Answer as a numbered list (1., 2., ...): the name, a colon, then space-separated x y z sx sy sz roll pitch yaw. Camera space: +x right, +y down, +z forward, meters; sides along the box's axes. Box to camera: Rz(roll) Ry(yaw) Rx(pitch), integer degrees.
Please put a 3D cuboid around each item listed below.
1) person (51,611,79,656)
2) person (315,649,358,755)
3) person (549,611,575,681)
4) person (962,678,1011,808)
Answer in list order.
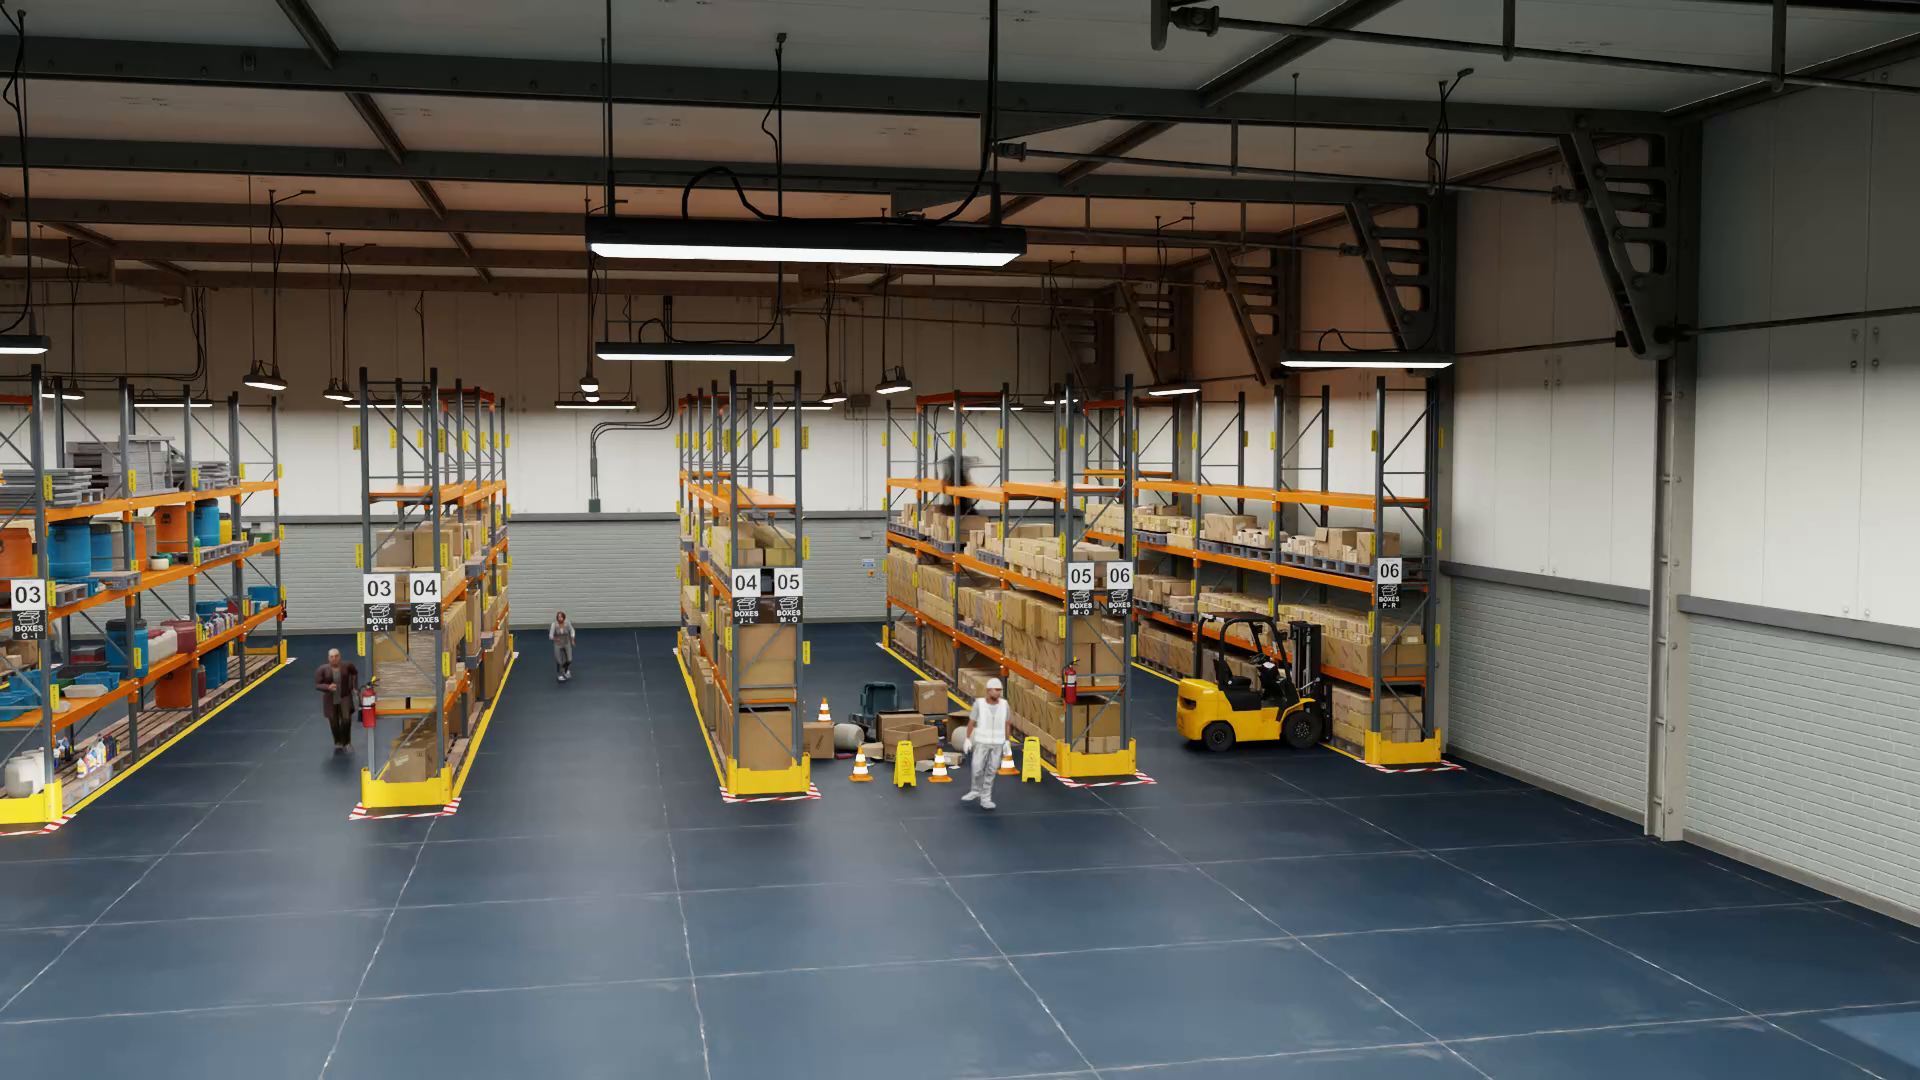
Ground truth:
1. person: -20.868 1.833 38.605 0.965 1.782 0.624 2 4 33
2. person: -9.925 2.562 26.496 0.617 1.703 0.983 -1 4 -16
3. person: -8.248 2.208 34.491 0.535 1.492 0.741 -1 4 -18
4. person: 0.364 2.759 22.638 0.658 1.773 0.441 -1 4 -15
